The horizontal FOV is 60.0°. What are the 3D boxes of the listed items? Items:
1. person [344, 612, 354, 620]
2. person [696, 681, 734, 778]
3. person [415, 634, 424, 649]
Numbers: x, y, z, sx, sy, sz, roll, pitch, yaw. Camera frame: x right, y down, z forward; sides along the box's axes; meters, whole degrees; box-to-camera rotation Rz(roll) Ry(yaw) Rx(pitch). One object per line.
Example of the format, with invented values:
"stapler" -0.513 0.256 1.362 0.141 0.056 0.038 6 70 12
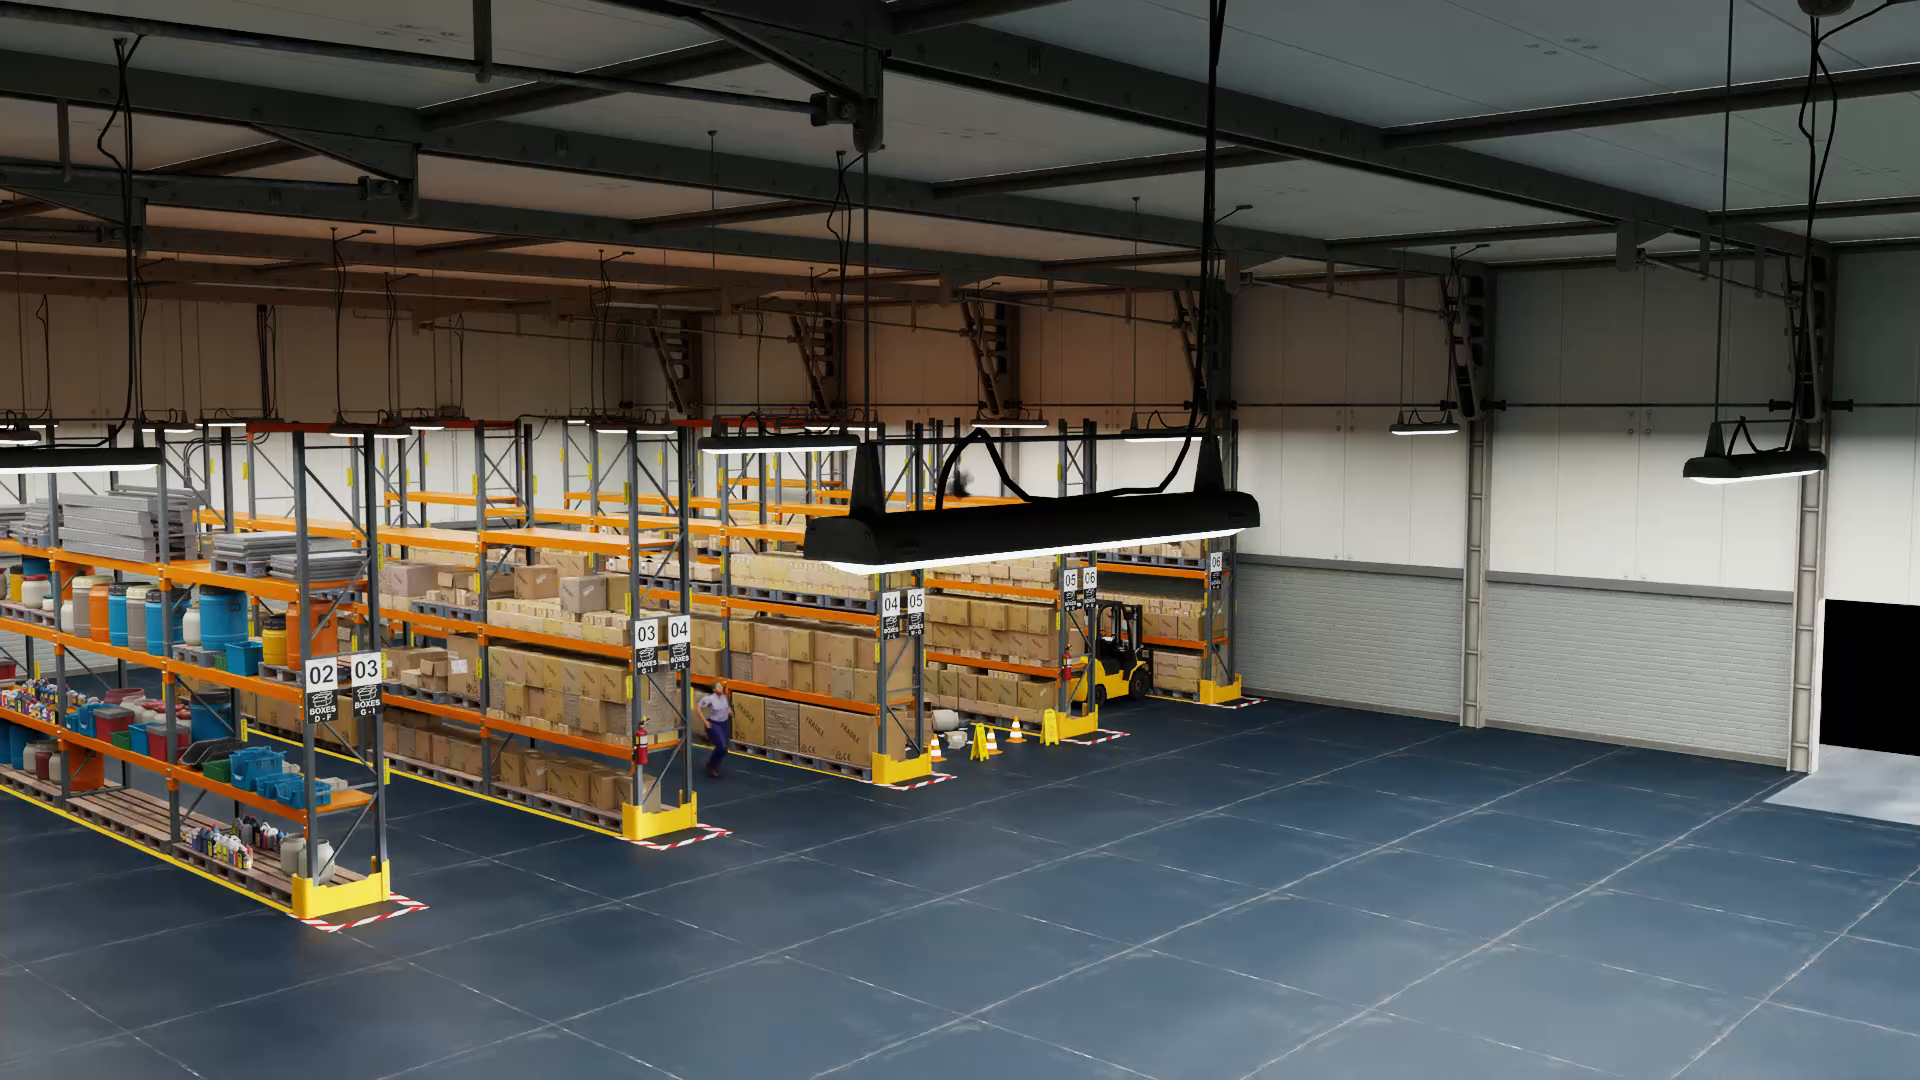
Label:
"person" -13.699 2.449 37.146 0.733 1.712 0.717 -1 5 -16
"person" -4.113 3.217 28.280 0.593 1.626 0.663 3 6 35
"person" -12.982 2.199 40.164 0.518 1.701 0.675 0 5 1
